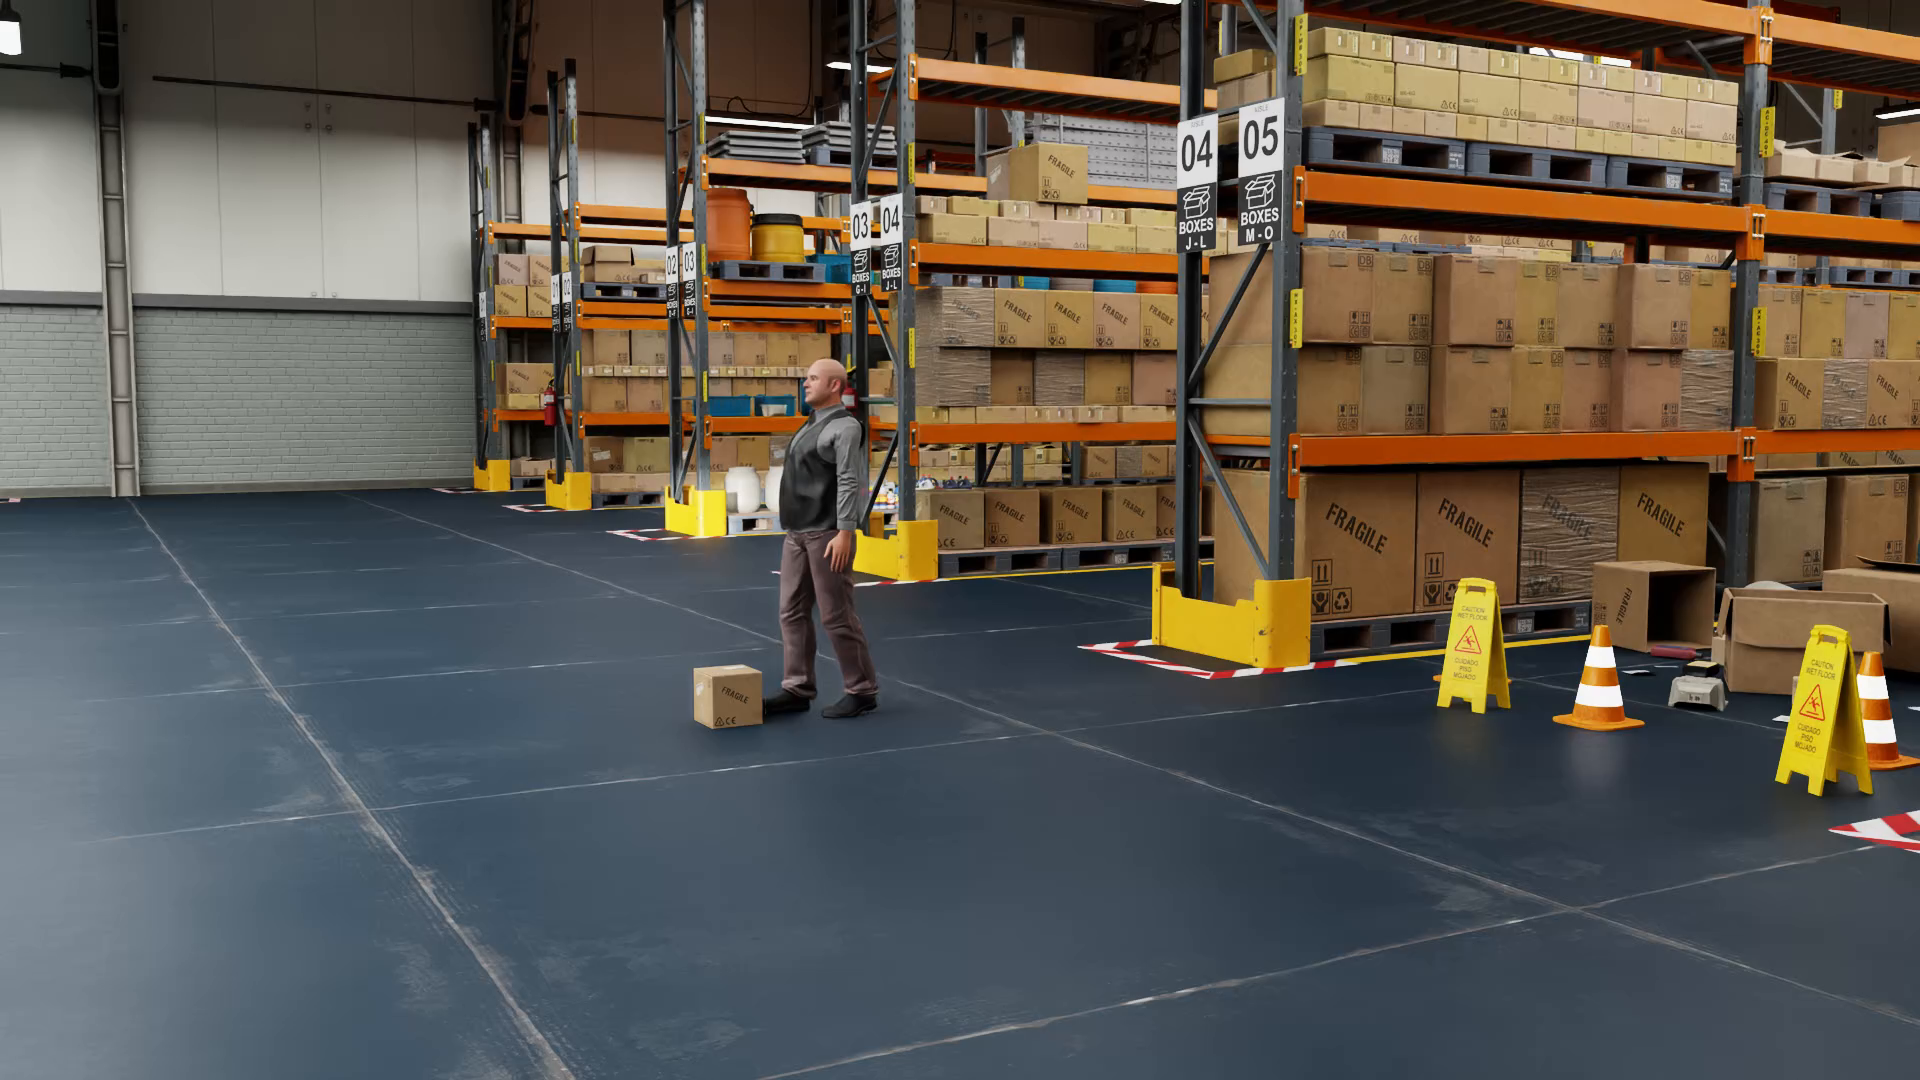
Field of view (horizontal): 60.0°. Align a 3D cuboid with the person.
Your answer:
[{"bbox_3d":[-0.697,-0.006,8.023,0.567,1.731,0.544,-3,6,-28],"label":"person"}]
